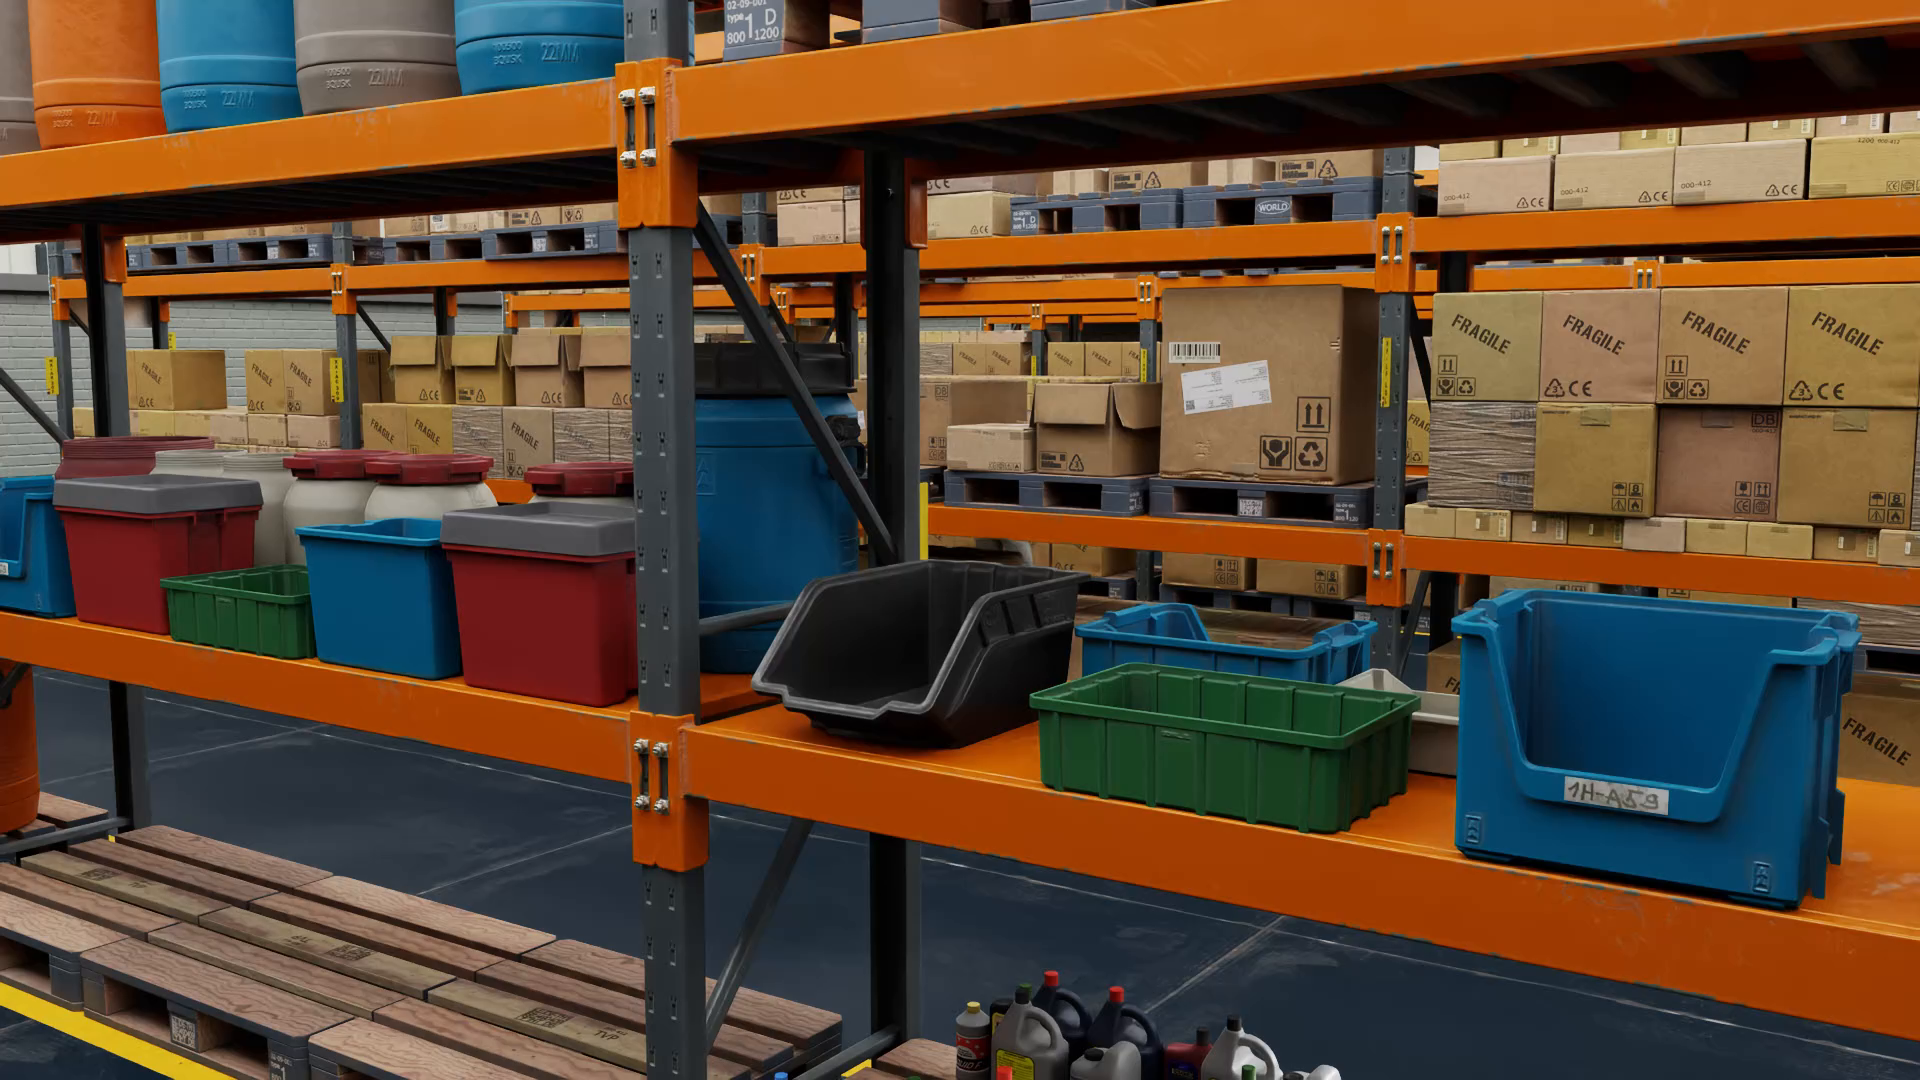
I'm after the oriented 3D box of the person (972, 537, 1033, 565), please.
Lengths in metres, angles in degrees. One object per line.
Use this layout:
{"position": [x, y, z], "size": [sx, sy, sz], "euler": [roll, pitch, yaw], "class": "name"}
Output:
{"position": [0.318, -0.112, 13.150], "size": [0.495, 1.716, 0.416], "euler": [4, 8, 35], "class": "person"}
